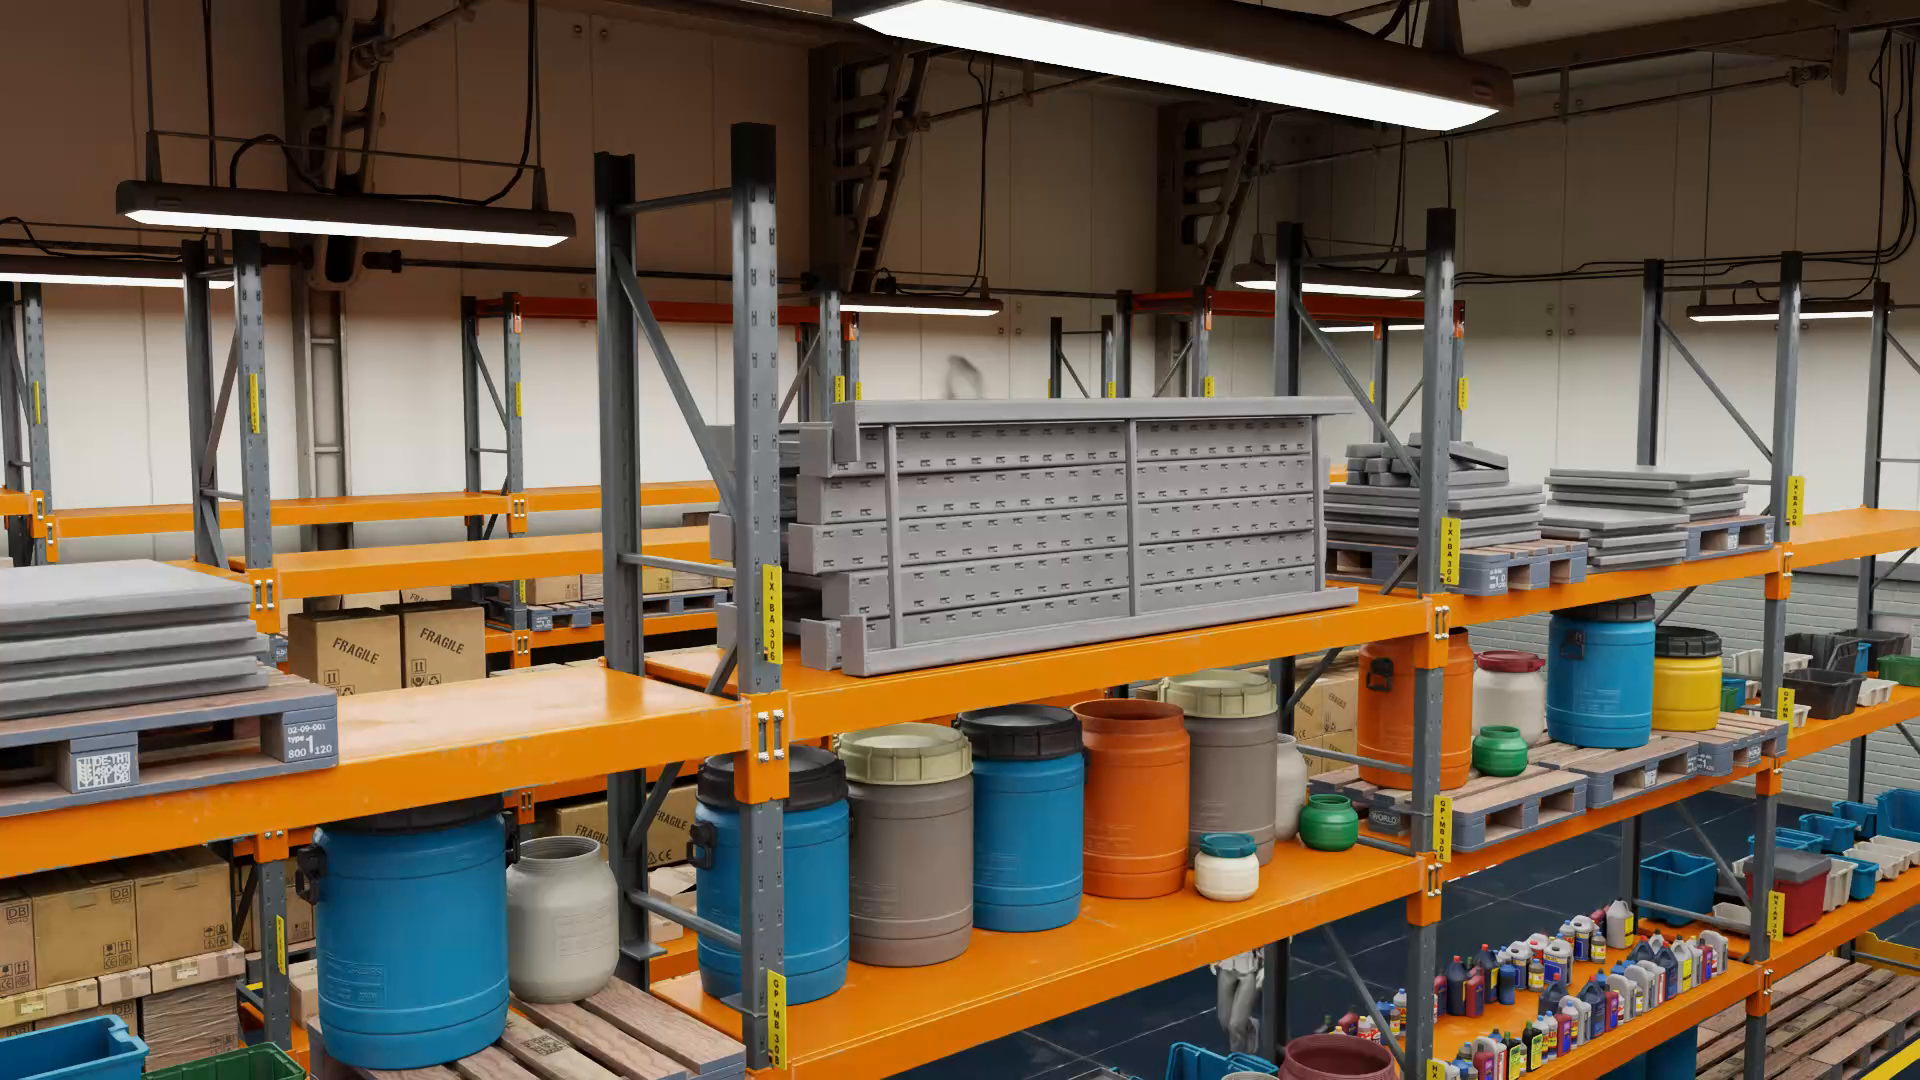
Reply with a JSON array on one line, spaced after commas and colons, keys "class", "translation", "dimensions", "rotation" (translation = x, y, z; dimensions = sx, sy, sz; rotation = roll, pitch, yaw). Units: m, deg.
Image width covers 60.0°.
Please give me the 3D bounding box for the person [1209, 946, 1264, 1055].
[{"class": "person", "translation": [2.121, 3.183, 12.357], "dimensions": [0.627, 1.670, 0.648], "rotation": [4, 7, 36]}]
